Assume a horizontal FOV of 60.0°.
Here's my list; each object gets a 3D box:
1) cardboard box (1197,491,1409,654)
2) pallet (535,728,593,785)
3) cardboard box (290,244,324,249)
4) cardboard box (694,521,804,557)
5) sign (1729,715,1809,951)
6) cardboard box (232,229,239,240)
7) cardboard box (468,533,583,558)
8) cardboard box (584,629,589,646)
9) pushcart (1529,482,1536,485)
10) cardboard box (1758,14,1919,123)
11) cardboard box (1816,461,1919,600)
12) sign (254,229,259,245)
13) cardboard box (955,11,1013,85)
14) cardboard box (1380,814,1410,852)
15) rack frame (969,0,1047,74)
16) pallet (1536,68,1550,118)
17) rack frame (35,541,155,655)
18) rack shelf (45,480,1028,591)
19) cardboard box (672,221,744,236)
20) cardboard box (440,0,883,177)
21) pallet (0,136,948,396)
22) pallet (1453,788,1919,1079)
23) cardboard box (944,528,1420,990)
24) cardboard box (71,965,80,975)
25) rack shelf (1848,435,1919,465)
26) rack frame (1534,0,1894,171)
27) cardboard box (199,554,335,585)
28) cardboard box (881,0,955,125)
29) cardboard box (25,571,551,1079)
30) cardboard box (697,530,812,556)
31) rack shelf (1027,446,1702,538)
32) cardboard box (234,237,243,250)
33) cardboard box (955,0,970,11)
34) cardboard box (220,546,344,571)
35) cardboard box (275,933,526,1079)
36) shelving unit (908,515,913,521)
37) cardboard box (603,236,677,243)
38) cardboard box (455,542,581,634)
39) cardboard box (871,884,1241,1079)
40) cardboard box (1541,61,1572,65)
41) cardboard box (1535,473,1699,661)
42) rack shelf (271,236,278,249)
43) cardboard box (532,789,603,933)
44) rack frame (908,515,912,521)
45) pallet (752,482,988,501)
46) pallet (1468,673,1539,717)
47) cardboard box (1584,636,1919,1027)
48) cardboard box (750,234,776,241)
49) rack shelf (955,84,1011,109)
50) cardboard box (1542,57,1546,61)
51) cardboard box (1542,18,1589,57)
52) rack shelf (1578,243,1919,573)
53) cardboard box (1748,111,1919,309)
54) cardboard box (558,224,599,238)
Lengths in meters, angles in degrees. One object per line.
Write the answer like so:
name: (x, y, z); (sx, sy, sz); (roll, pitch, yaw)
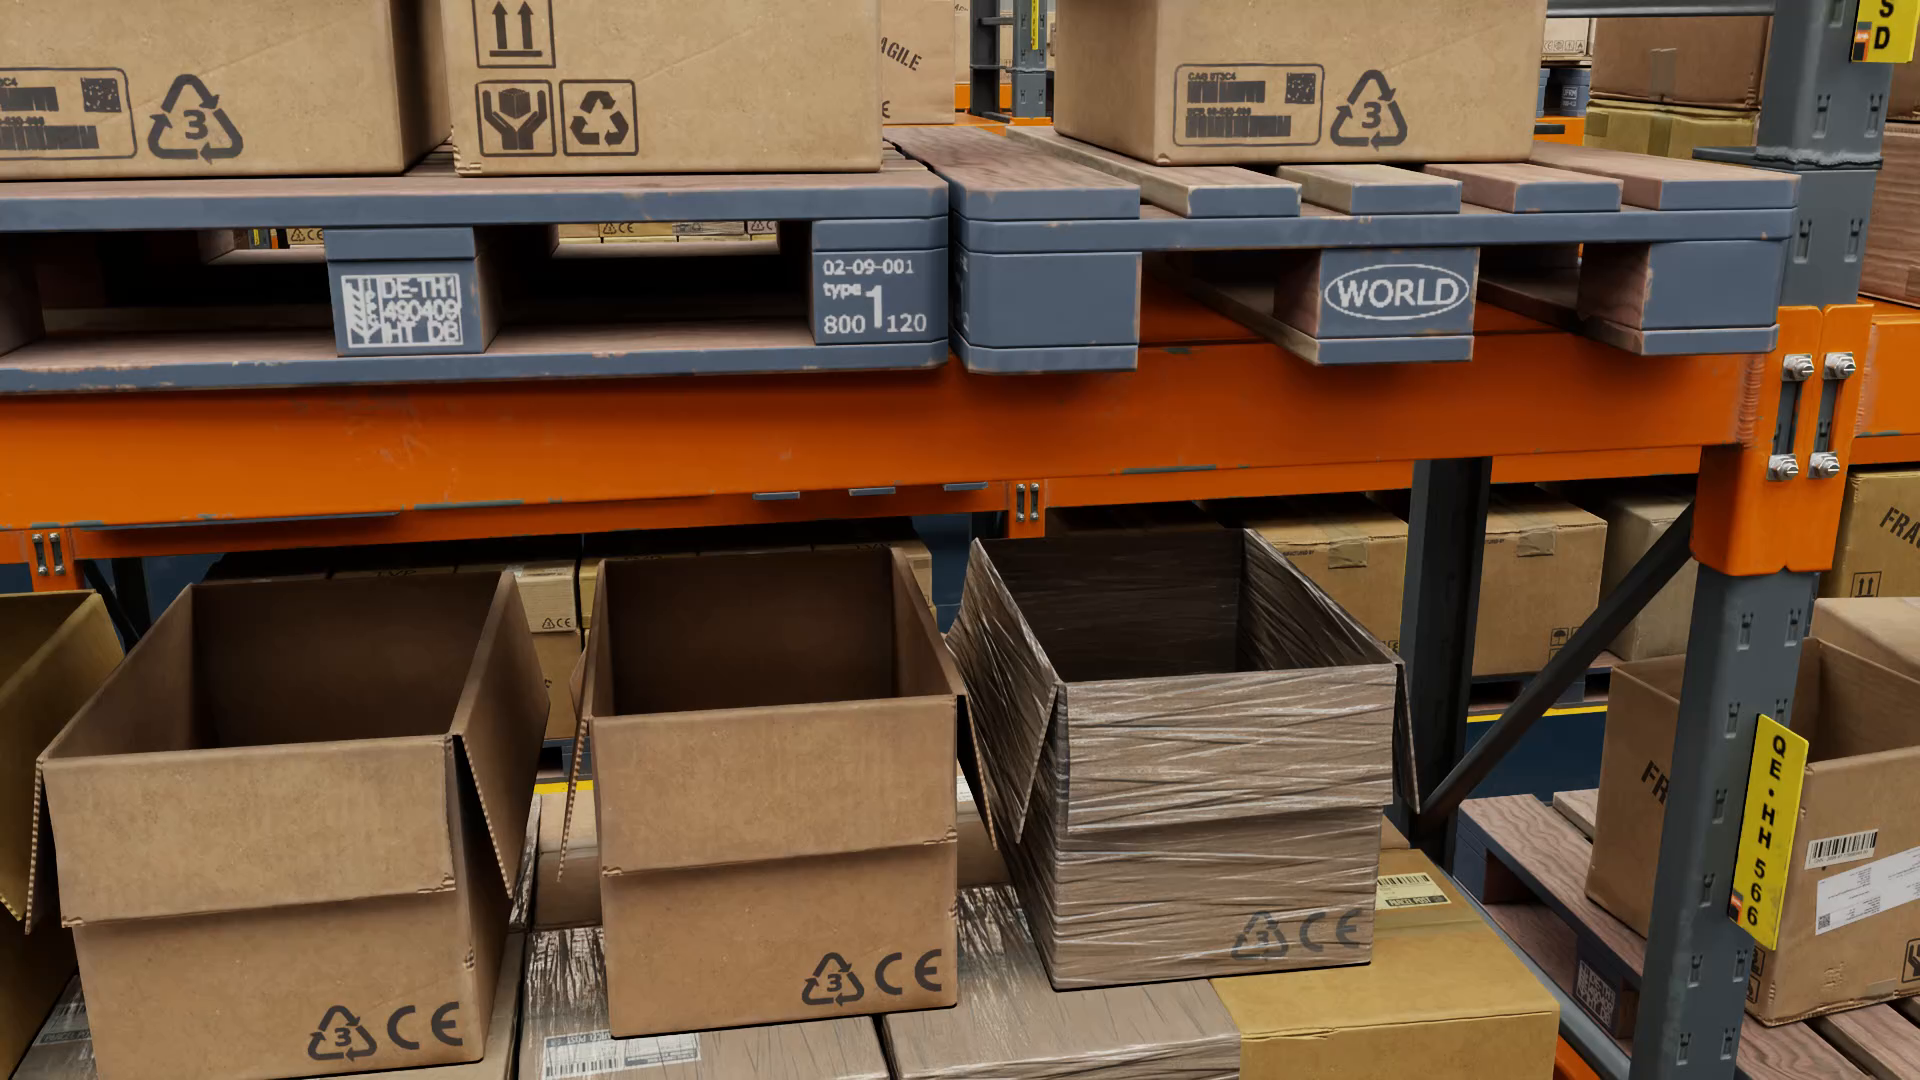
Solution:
cardboard box: (1.674, 0.193, 8.191); (0.750, 0.750, 1.050); (-3, 17, -10)
pallet: (-1.762, 0.819, 7.786); (1.213, 0.211, 1.003); (-3, 17, -10)
cardboard box: (-4.279, -1.933, 11.401); (0.500, 0.250, 0.500); (-4, 17, -12)
cardboard box: (-1.020, 0.008, 7.940); (0.500, 0.250, 0.500); (-3, 17, -11)
sign: (1.151, 0.418, 2.371); (0.005, 0.325, 0.100); (-3, 17, -10)
cardboard box: (-5.176, -2.243, 11.131); (0.500, 0.500, 0.500); (-3, 17, -11)
cardboard box: (-2.020, 0.062, 7.767); (0.500, 0.250, 0.500); (-4, 18, -13)
cardboard box: (-1.422, 0.544, 7.474); (0.500, 0.500, 0.500); (-4, 18, -13)
pushcart: (3.572, -0.360, 11.342); (0.936, 0.377, 1.648); (-10, 20, -29)
cardboard box: (1.553, -0.861, 2.377); (0.500, 0.500, 0.500); (-3, 17, -10)
cardboard box: (4.759, -0.047, 8.759); (0.875, 0.875, 0.875); (-3, 17, -10)
sign: (-4.658, -2.114, 10.978); (0.005, 0.325, 0.100); (-3, 17, -10)
cardboard box: (0.095, -3.577, 12.070); (0.500, 0.500, 0.700); (-3, 17, -10)
cardboard box: (0.514, 0.712, 3.214); (0.500, 0.500, 0.500); (-3, 17, -9)
rack frame: (0.201, -3.492, 6.854); (0.127, 3.000, 1.000); (-3, 17, -10)
pallet: (1.920, -2.082, 7.694); (1.213, 0.211, 1.003); (-2, 17, -8)
rack frame: (-3.727, -0.401, 7.010); (0.127, 3.000, 1.000); (-3, 17, -10)
rack shelf: (-1.763, -0.169, 7.478); (4.000, 0.370, 1.077); (-3, 17, -10)
cardboard box: (-1.798, -2.436, 11.761); (0.500, 0.500, 0.500); (-3, 17, -9)
cardboard box: (-0.373, -0.743, 2.127); (0.500, 0.500, 0.500); (-2, 17, -7)
pallet: (-0.677, -0.418, 2.277); (1.213, 0.211, 1.003); (-2, 17, -8)
pallet: (1.722, 0.833, 3.319); (1.003, 0.211, 1.213); (-3, 17, -10)
cardboard box: (0.322, 0.320, 2.782); (0.637, 0.503, 0.797); (-3, 17, -9)
cardboard box: (-1.479, 0.825, 2.847); (0.500, 0.500, 0.500); (-3, 17, -11)
rack shelf: (6.092, -0.614, 8.929); (4.000, 0.370, 1.077); (-3, 17, -10)
rack frame: (1.043, -2.056, 2.181); (0.127, 3.000, 1.000); (-3, 17, -10)
cardboard box: (-2.951, 0.269, 7.091); (0.500, 0.250, 0.500); (-4, 18, -13)
cardboard box: (-0.312, -2.001, 6.938); (0.500, 0.500, 0.500); (-3, 17, -10)
cardboard box: (-0.976, 0.395, 2.539); (0.637, 0.503, 0.797); (-3, 17, -9)
cardboard box: (-0.915, 0.157, 7.458); (0.500, 0.250, 0.500); (-3, 17, -10)
rack shelf: (2.165, -0.392, 8.203); (4.000, 0.370, 1.077); (-3, 17, -10)
cardboard box: (-5.172, -1.771, 11.299); (0.500, 0.500, 0.500); (-3, 17, -10)
cardboard box: (-0.026, -5.233, 16.576); (0.500, 0.500, 0.500); (-3, 17, -9)
cardboard box: (-3.043, 0.120, 7.577); (0.500, 0.250, 0.500); (-4, 17, -12)
cardboard box: (-0.895, 0.946, 2.451); (0.500, 0.500, 0.500); (-3, 17, -9)
shelving unit: (0.007, -0.717, 10.593); (0.755, 1.500, 0.431); (-3, 17, -10)
cardboard box: (-2.266, -2.049, 11.776); (0.500, 0.250, 0.500); (-4, 17, -12)
cardboard box: (-1.927, 0.212, 7.278); (0.500, 0.250, 0.500); (-3, 17, -8)
cardboard box: (0.114, 0.889, 2.640); (0.500, 0.500, 0.500); (-3, 17, -11)
cardboard box: (4.450, -3.587, 12.701); (0.250, 0.149, 0.380); (-4, 17, -12)
cardboard box: (3.536, 0.088, 8.532); (0.750, 0.750, 1.050); (-3, 17, -11)
rack shelf: (-7.674, -2.798, 16.038); (4.000, 0.370, 1.077); (-3, 17, -10)
cardboard box: (-0.495, 0.771, 3.022); (0.500, 0.500, 0.500); (-4, 17, -11)
rack frame: (-0.353, -0.697, 10.526); (0.023, 1.500, 0.400); (-3, 17, -10)
pallet: (-0.479, -0.462, 7.534); (1.003, 0.211, 1.213); (-3, 17, -10)
pallet: (2.185, 0.620, 8.435); (1.213, 0.211, 1.003); (-3, 17, -10)
cardboard box: (1.565, 0.521, 3.121); (0.500, 0.500, 0.500); (-5, 18, -17)
cardboard box: (-1.265, -2.113, 11.985); (0.500, 0.250, 0.500); (-3, 17, -11)
rack shelf: (1.126, -3.247, 12.391); (4.000, 0.370, 1.077); (-3, 17, -10)
cardboard box: (4.079, -3.750, 12.551); (0.500, 0.250, 0.500); (-3, 17, -11)
cardboard box: (2.449, -2.326, 7.432); (0.500, 0.311, 0.500); (-4, 17, -12)
rack shelf: (3.006, -0.390, 3.089); (4.000, 0.370, 1.077); (-3, 17, -10)
cardboard box: (1.552, -0.504, 2.489); (0.500, 0.250, 0.500); (-3, 17, -9)
cardboard box: (-2.785, -2.384, 11.592); (0.500, 0.500, 0.500); (-4, 17, -11)
